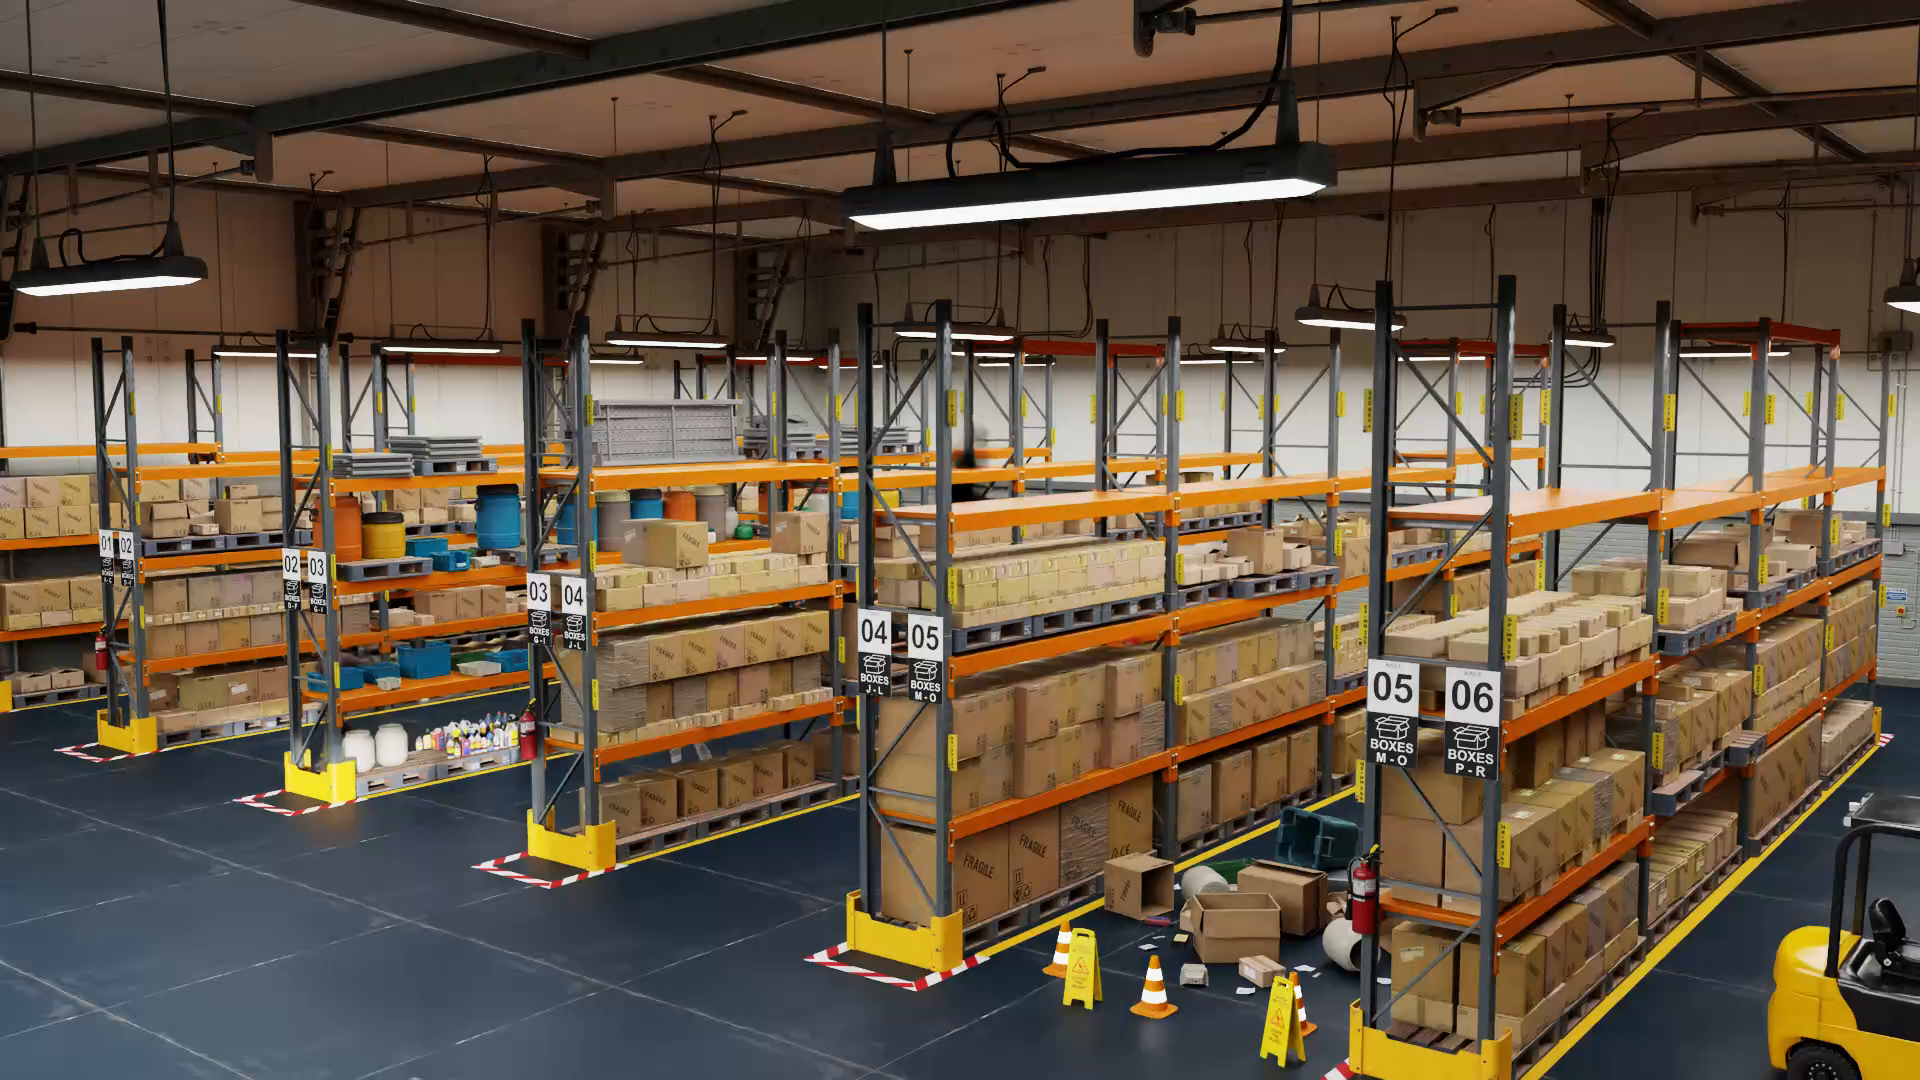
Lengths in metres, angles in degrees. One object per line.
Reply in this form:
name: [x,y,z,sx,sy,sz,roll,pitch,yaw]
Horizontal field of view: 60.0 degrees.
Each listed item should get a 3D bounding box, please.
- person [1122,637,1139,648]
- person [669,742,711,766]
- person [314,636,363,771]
person: [2.221,2.139,21.423,0.643,1.852,0.786,3,6,34]
person: [-3.585,2.362,21.965,0.643,1.845,0.773,3,6,27]
person: [-8.731,2.238,23.266,0.685,1.821,0.957,3,6,30]
